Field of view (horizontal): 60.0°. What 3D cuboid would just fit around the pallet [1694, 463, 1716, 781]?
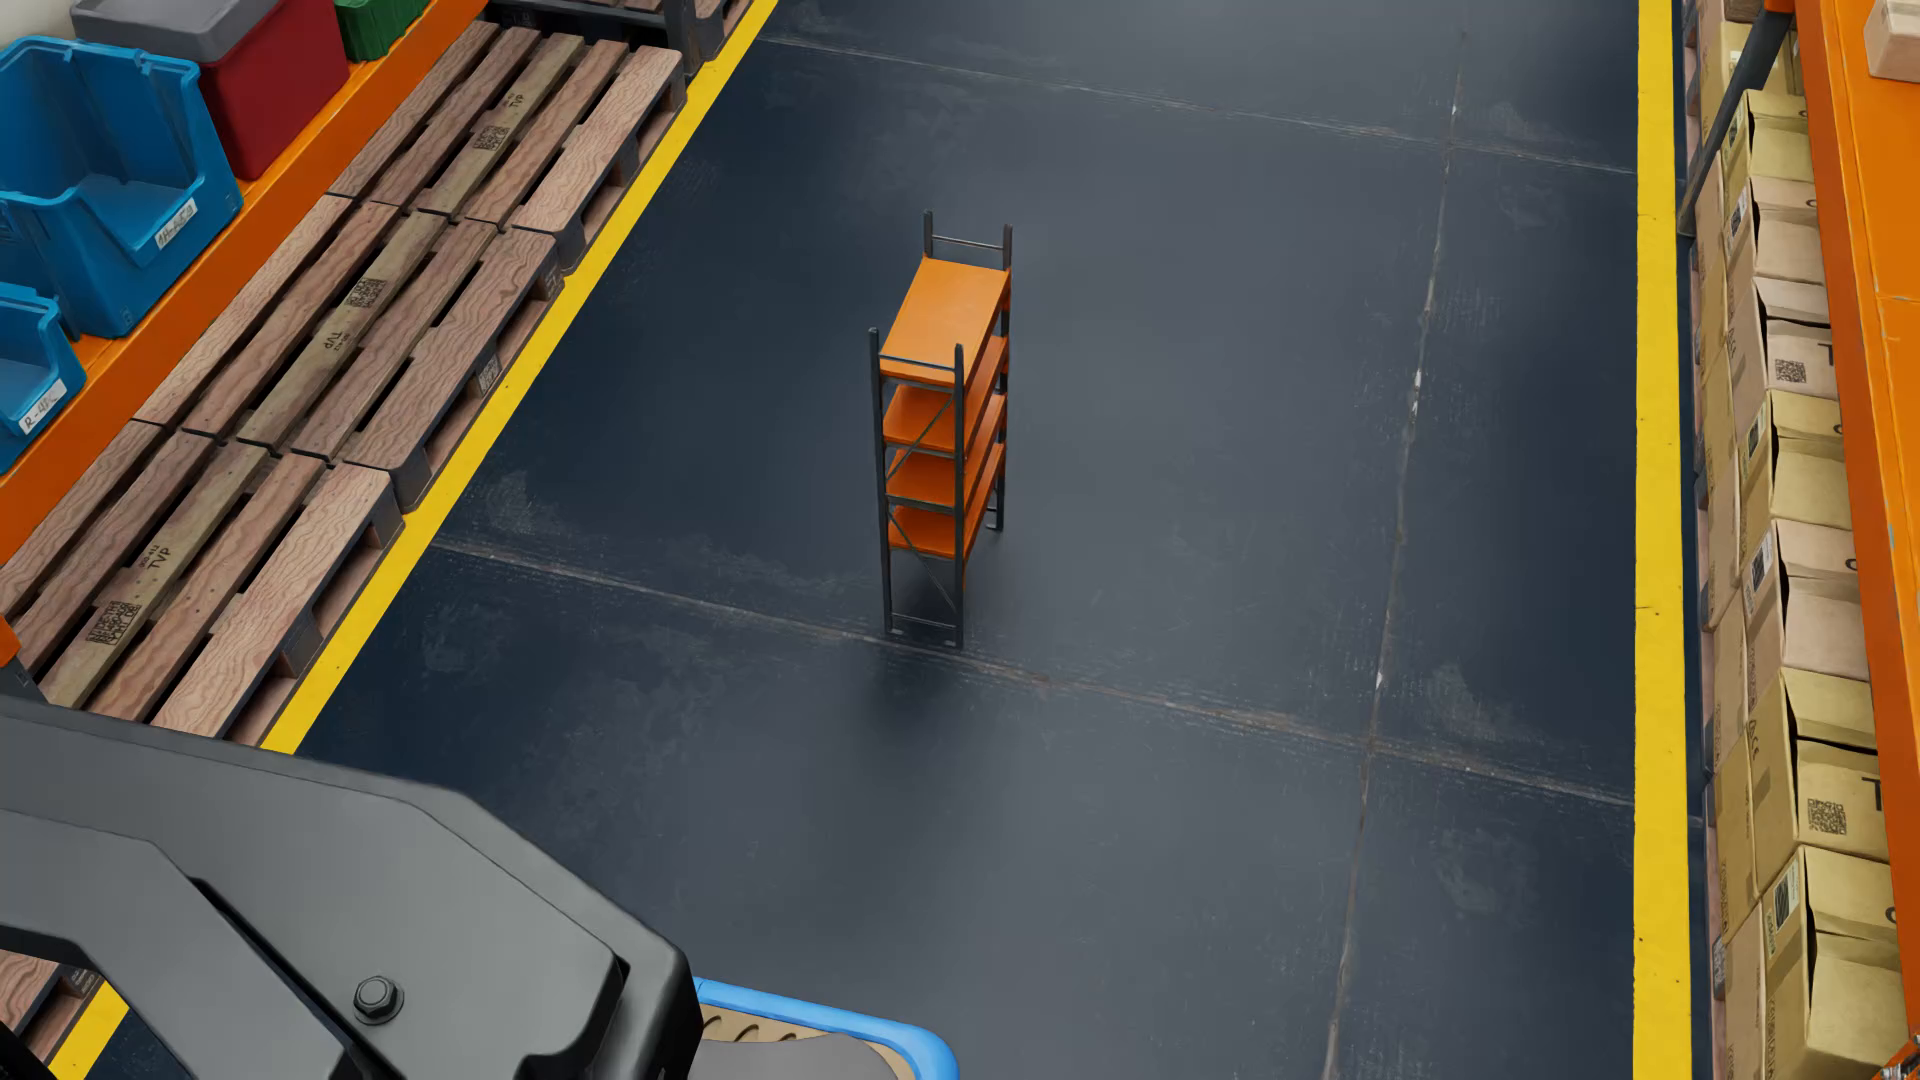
[{"bbox_3d":[2.718,0.267,4.873,1.003,0.211,1.213,12,50,10],"label":"pallet"}]

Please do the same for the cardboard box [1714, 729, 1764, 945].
[{"bbox_3d":[2.176,0.781,4.114,0.500,0.250,0.500,11,49,10],"label":"cardboard box"}]

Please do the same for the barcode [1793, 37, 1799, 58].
[{"bbox_3d":[2.725,-1.615,5.408,0.001,0.075,0.075,12,50,10],"label":"barcode"}]

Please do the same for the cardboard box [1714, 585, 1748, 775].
[{"bbox_3d":[2.312,0.418,4.435,0.500,0.250,0.500,13,50,11],"label":"cardboard box"}]

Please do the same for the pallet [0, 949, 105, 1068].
[{"bbox_3d":[-2.804,1.333,3.933,1.003,0.211,1.213,12,50,10],"label":"pallet"}]

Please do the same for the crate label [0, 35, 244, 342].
[{"bbox_3d":[-2.114,-0.845,3.972,0.502,0.435,0.616,12,50,10],"label":"crate label"}]

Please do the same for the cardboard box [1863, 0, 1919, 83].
[{"bbox_3d":[2.763,-1.398,4.650,0.380,0.149,0.250,12,50,10],"label":"cardboard box"}]

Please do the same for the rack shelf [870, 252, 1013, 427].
[{"bbox_3d":[-0.044,-0.537,4.400,0.258,0.148,0.480,12,50,10],"label":"rack shelf"}]

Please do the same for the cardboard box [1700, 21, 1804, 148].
[{"bbox_3d":[3.105,-1.689,6.294,0.500,0.250,0.500,12,50,10],"label":"cardboard box"}]

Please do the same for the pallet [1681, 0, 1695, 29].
[{"bbox_3d":[3.763,-2.611,7.413,1.003,0.211,1.213,12,50,10],"label":"pallet"}]

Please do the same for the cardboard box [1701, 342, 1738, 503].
[{"bbox_3d":[2.579,-0.323,5.088,0.500,0.250,0.500,10,49,9],"label":"cardboard box"}]

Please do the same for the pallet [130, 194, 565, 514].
[{"bbox_3d":[-2.072,-0.678,5.707,1.003,0.211,1.213,12,50,10],"label":"pallet"}]

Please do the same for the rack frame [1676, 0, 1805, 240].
[{"bbox_3d":[3.194,-2.081,5.086,1.000,3.000,0.127,12,50,10],"label":"rack frame"}]

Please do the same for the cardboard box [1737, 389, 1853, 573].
[{"bbox_3d":[2.441,-0.134,4.547,0.500,0.311,0.500,13,50,11],"label":"cardboard box"}]

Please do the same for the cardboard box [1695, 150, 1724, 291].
[{"bbox_3d":[2.849,-1.068,5.745,0.500,0.250,0.500,10,49,9],"label":"cardboard box"}]

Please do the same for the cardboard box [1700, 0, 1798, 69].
[{"bbox_3d":[3.246,-2.049,6.611,0.500,0.250,0.500,12,50,10],"label":"cardboard box"}]

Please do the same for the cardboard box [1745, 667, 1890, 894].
[{"bbox_3d":[2.172,0.593,3.906,0.500,0.311,0.500,11,49,9],"label":"cardboard box"}]

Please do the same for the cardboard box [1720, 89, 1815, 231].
[{"bbox_3d":[2.845,-1.246,5.529,0.500,0.311,0.500,12,50,10],"label":"cardboard box"}]

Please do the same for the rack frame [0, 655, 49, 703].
[{"bbox_3d":[-2.637,-0.168,3.398,1.000,3.000,0.127,12,50,10],"label":"rack frame"}]

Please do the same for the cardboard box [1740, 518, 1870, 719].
[{"bbox_3d":[2.307,0.228,4.228,0.500,0.311,0.500,11,50,10],"label":"cardboard box"}]

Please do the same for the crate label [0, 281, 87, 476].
[{"bbox_3d":[-2.164,-0.344,3.664,0.303,0.233,0.416,12,50,10],"label":"crate label"}]

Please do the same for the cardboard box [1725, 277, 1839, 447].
[{"bbox_3d":[2.573,-0.511,4.880,0.500,0.311,0.500,10,49,9],"label":"cardboard box"}]

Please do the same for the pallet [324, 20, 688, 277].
[{"bbox_3d":[-1.753,-1.563,6.489,1.003,0.211,1.213,12,50,10],"label":"pallet"}]

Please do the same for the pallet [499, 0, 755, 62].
[{"bbox_3d":[-1.367,-2.616,7.418,1.003,0.211,1.213,12,50,10],"label":"pallet"}]

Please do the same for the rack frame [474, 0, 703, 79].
[{"bbox_3d":[-1.584,-3.061,5.951,1.000,3.000,0.127,12,50,10],"label":"rack frame"}]

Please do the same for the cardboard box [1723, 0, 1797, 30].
[{"bbox_3d":[3.248,-2.296,6.330,0.500,0.500,0.500,12,50,10],"label":"cardboard box"}]

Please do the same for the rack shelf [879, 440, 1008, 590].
[{"bbox_3d":[-0.044,-0.101,4.894,0.258,0.148,0.480,12,50,10],"label":"rack shelf"}]

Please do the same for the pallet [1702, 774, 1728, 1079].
[{"bbox_3d":[2.395,1.147,4.097,1.003,0.211,1.213,12,50,10],"label":"pallet"}]

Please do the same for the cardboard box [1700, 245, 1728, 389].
[{"bbox_3d":[2.713,-0.698,5.419,0.500,0.250,0.500,13,50,11],"label":"cardboard box"}]

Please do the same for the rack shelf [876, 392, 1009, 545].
[{"bbox_3d":[-0.044,-0.233,4.745,0.258,0.148,0.480,12,50,10],"label":"rack shelf"}]

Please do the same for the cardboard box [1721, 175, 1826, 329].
[{"bbox_3d":[2.708,-0.885,5.210,0.500,0.311,0.500,11,49,10],"label":"cardboard box"}]

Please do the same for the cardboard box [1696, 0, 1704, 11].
[{"bbox_3d":[3.364,-2.413,6.933,0.500,0.250,0.500,12,50,10],"label":"cardboard box"}]

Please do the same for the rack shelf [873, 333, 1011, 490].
[{"bbox_3d":[-0.044,-0.381,4.577,0.258,0.148,0.480,12,50,10],"label":"rack shelf"}]

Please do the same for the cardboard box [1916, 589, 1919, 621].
[{"bbox_3d":[2.111,0.190,3.249,0.380,0.149,0.250,12,50,10],"label":"cardboard box"}]

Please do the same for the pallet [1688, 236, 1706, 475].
[{"bbox_3d":[3.038,-0.618,5.655,1.003,0.211,1.213,12,50,10],"label":"pallet"}]

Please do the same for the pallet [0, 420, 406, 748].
[{"bbox_3d":[-2.395,0.202,4.931,1.003,0.211,1.213,12,50,10],"label":"pallet"}]

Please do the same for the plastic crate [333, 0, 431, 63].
[{"bbox_3d":[-1.770,-1.676,4.870,0.450,0.188,0.662,12,50,10],"label":"plastic crate"}]

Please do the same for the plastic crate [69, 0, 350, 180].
[{"bbox_3d":[-1.916,-1.298,4.352,0.402,0.464,0.583,12,50,10],"label":"plastic crate"}]

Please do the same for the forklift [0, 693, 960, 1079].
[{"bbox_3d":[-0.822,1.640,1.848,1.130,2.935,3.031,10,49,9],"label":"forklift"}]

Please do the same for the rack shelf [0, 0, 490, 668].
[{"bbox_3d":[-2.110,-1.377,4.944,1.077,0.370,4.000,12,50,10],"label":"rack shelf"}]

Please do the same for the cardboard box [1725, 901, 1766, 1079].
[{"bbox_3d":[2.044,1.154,3.785,0.500,0.250,0.500,13,50,11],"label":"cardboard box"}]

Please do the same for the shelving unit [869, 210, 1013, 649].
[{"bbox_3d":[-0.044,-0.277,4.694,0.258,1.200,0.503,12,50,10],"label":"shelving unit"}]

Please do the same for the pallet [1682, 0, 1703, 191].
[{"bbox_3d":[3.444,-1.726,6.632,1.003,0.211,1.213,12,50,10],"label":"pallet"}]

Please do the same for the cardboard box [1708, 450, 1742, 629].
[{"bbox_3d":[2.444,0.045,4.764,0.500,0.250,0.500,12,50,11],"label":"cardboard box"}]

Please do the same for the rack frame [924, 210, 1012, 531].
[{"bbox_3d":[0.021,-0.454,4.850,0.240,1.200,0.015,12,50,10],"label":"rack frame"}]

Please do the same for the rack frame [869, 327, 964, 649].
[{"bbox_3d":[-0.108,-0.101,4.539,0.240,1.200,0.015,12,50,10],"label":"rack frame"}]

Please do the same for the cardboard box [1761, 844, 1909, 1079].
[{"bbox_3d":[2.041,0.970,3.573,0.500,0.311,0.500,13,50,11],"label":"cardboard box"}]

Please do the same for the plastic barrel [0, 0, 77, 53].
[{"bbox_3d":[-2.461,-1.296,4.319,0.421,0.512,0.421,0,49,0],"label":"plastic barrel"}]
